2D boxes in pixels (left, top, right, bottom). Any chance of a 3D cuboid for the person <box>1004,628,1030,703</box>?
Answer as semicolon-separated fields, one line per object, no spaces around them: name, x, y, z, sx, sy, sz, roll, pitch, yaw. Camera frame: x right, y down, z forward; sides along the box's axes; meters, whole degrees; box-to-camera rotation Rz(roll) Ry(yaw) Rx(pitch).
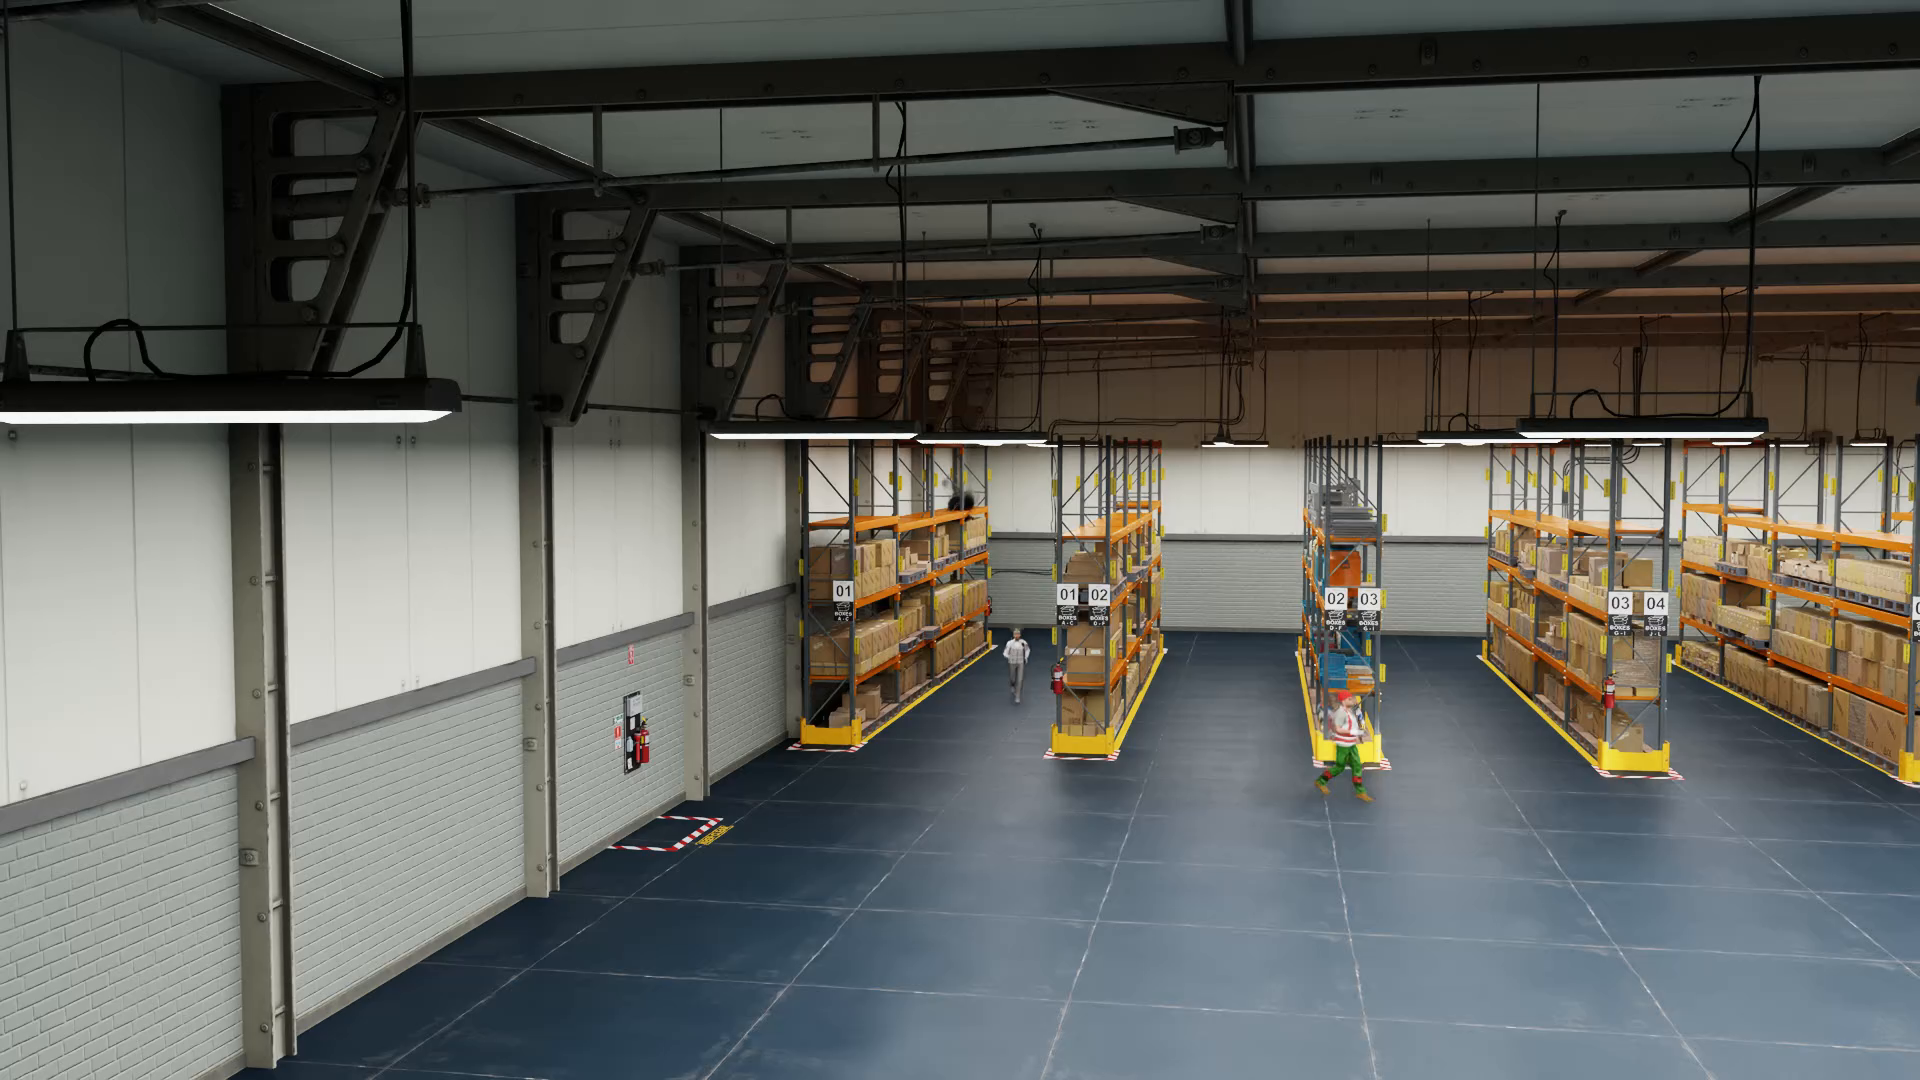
person;1.304;2.824;37.876;0.618;1.669;0.890;0;3;-3

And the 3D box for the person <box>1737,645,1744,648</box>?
person;21.069;2.440;44.642;0.743;1.741;0.758;-1;3;-22

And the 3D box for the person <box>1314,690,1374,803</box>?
person;6.272;3.345;27.087;0.966;1.799;0.651;2;4;35
